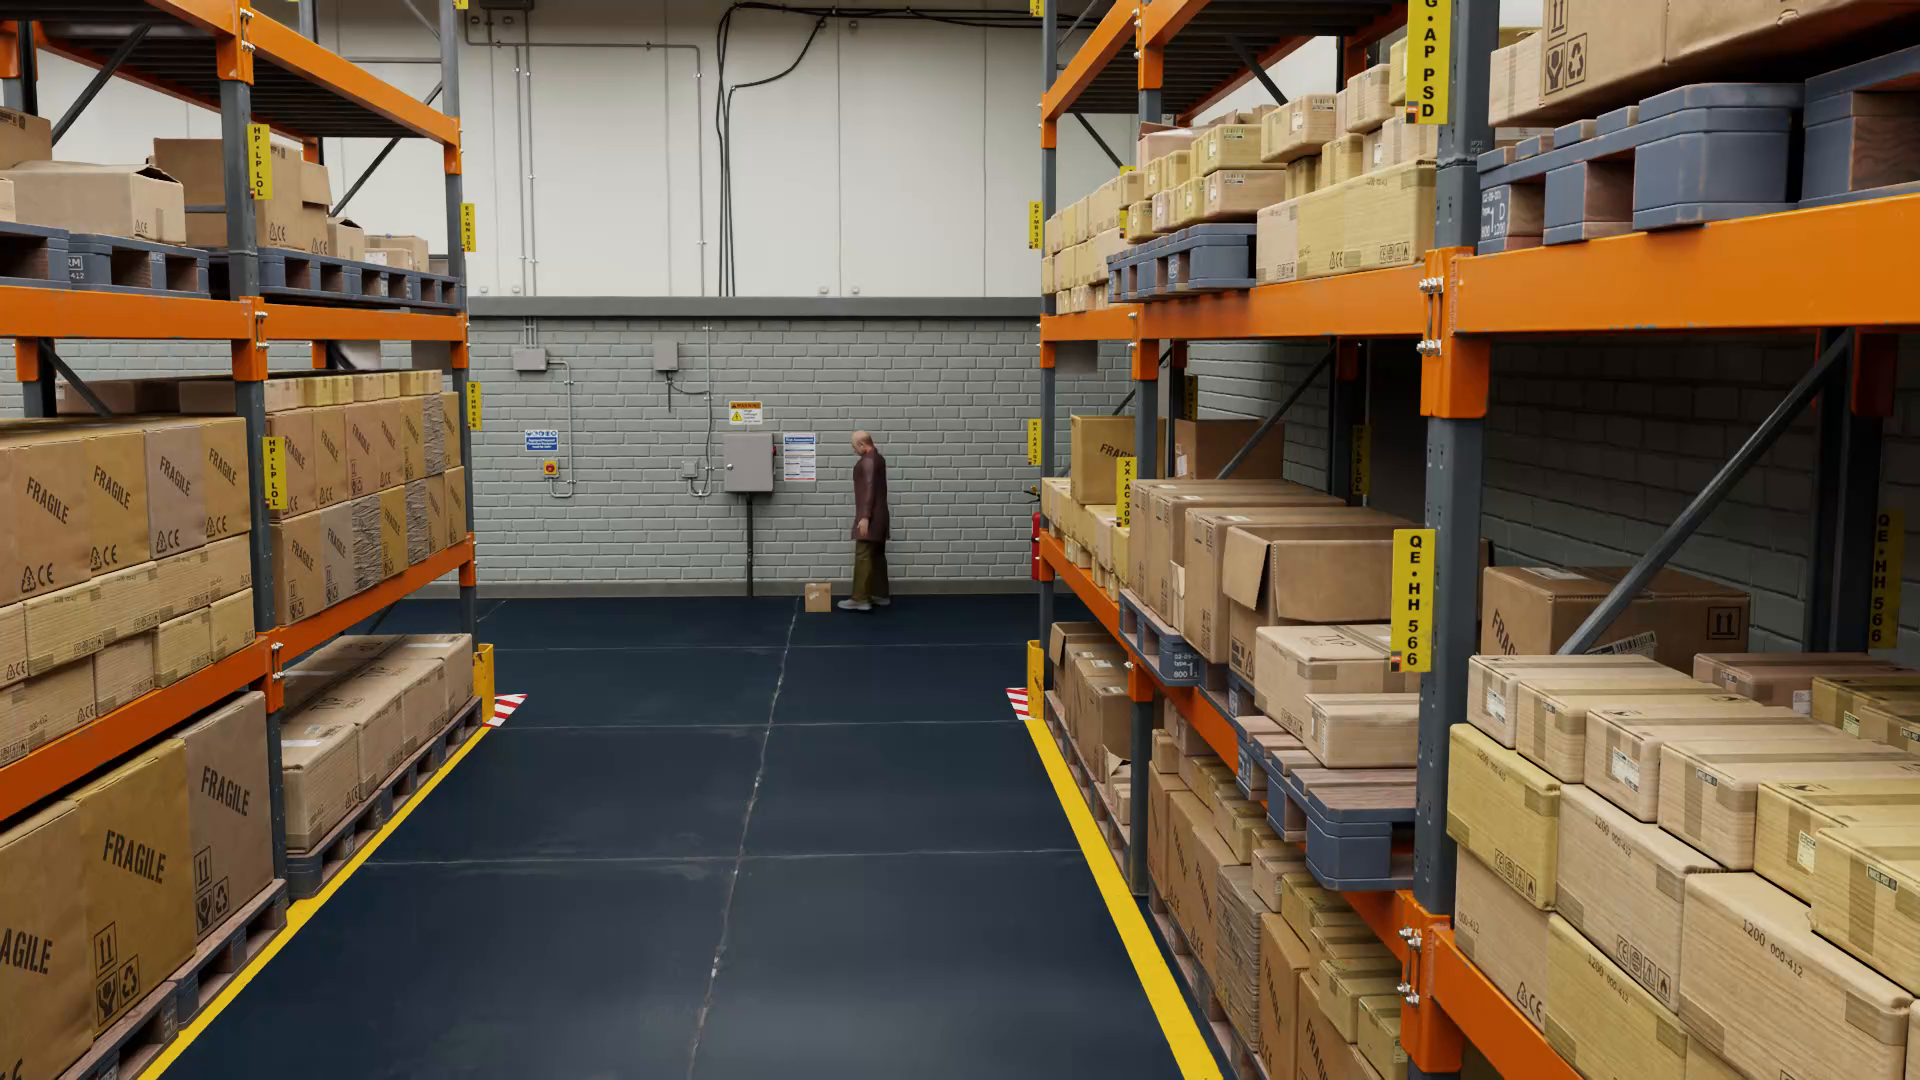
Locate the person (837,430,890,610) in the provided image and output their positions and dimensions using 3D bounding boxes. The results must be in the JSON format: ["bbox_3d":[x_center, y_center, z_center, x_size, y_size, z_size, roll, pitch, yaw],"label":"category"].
[{"bbox_3d":[-0.951,-0.204,16.432,0.486,1.767,0.629,1,7,9],"label":"person"}]
